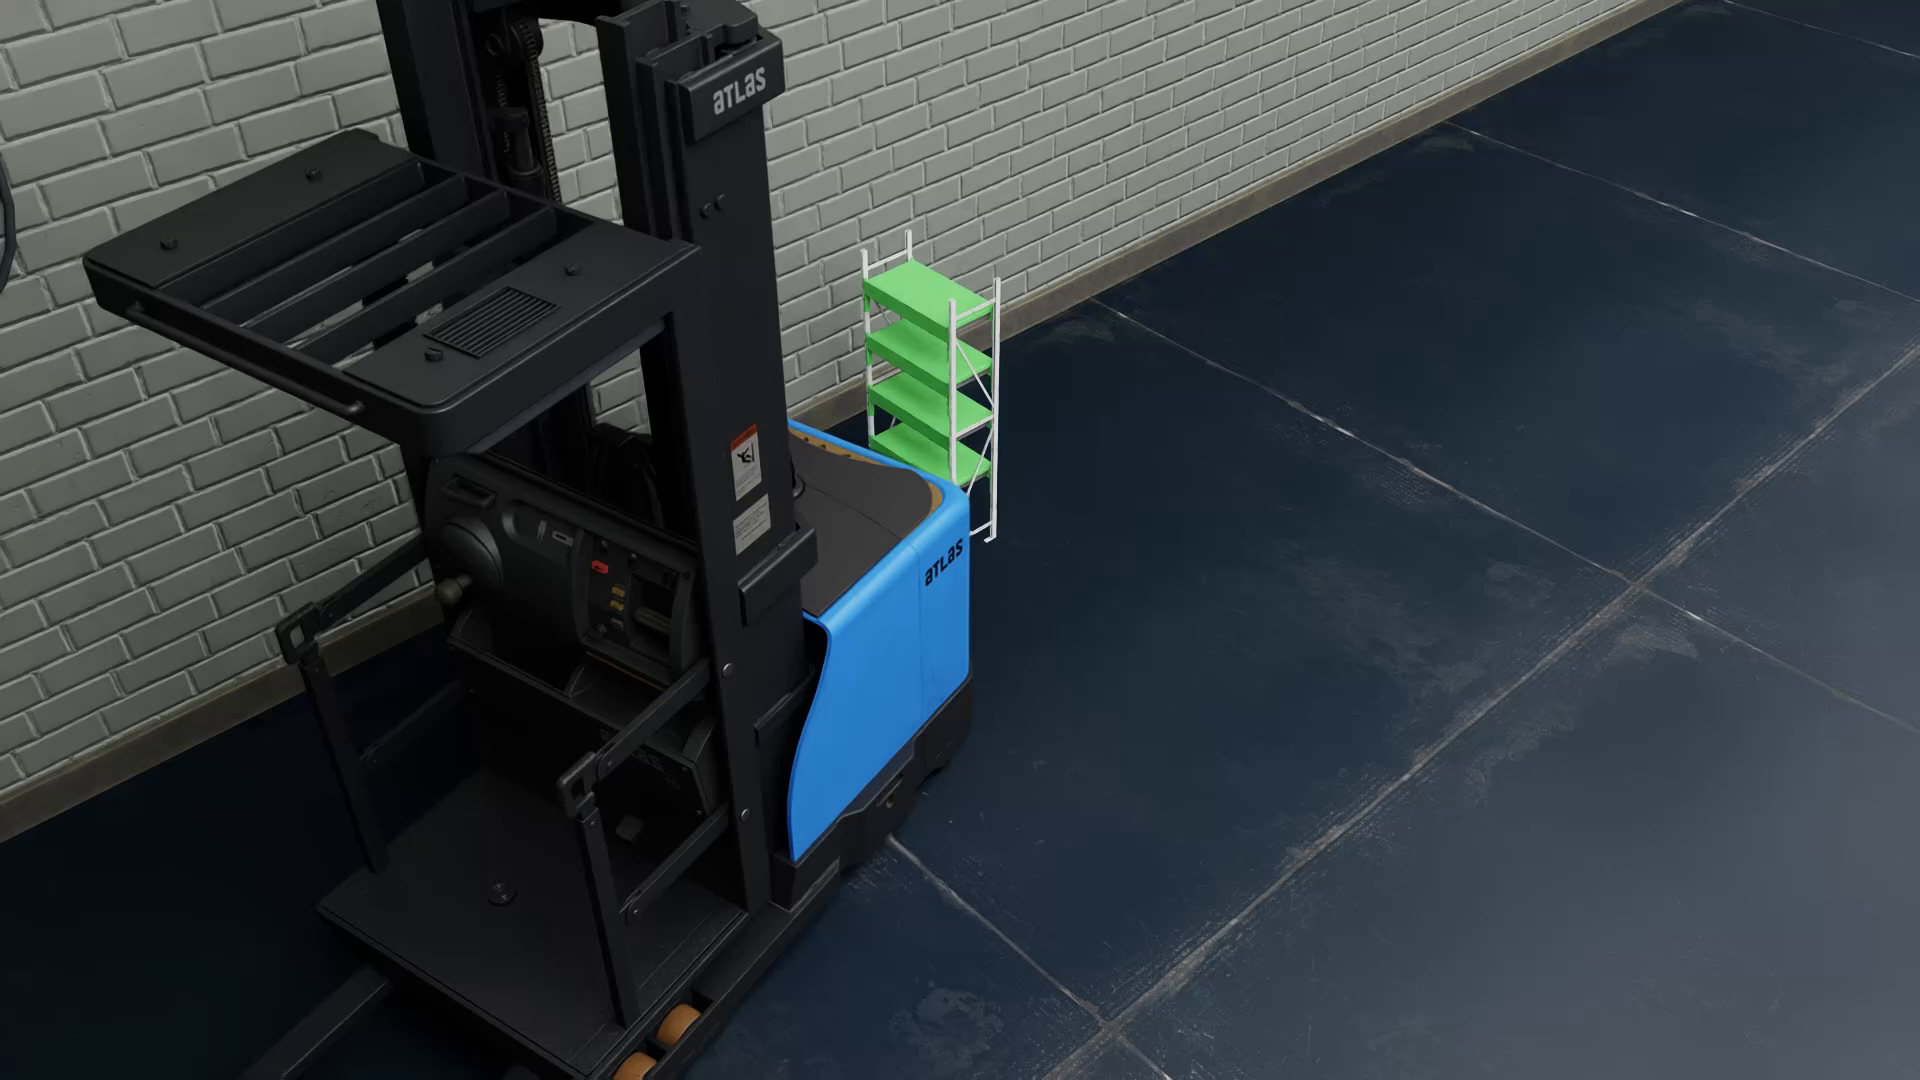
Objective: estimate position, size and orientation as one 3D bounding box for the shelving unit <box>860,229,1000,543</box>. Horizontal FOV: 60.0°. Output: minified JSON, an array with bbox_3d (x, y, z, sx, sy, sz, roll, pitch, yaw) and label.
[{"bbox_3d":[-0.112,-0.543,6.468,0.258,1.200,0.503,-30,48,-32],"label":"shelving unit"}]

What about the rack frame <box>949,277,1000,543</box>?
[{"bbox_3d":[0.053,-0.430,6.328,0.240,1.200,0.015,-30,48,-32],"label":"rack frame"}]

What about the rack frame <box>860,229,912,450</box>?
[{"bbox_3d":[-0.277,-0.656,6.608,0.240,1.200,0.015,-30,48,-32],"label":"rack frame"}]

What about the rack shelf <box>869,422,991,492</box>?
[{"bbox_3d":[-0.112,-0.307,6.659,0.258,0.148,0.480,-30,48,-32],"label":"rack shelf"}]

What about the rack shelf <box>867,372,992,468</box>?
[{"bbox_3d":[-0.112,-0.494,6.508,0.258,0.148,0.480,-30,48,-32],"label":"rack shelf"}]

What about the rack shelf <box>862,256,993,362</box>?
[{"bbox_3d":[-0.112,-0.867,6.206,0.258,0.148,0.480,-30,48,-32],"label":"rack shelf"}]

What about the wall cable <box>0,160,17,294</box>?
[{"bbox_3d":[-3.739,-0.951,3.237,3.097,2.526,0.112,-30,48,-32],"label":"wall cable"}]

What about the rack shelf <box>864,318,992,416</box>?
[{"bbox_3d":[-0.112,-0.680,6.357,0.258,0.148,0.480,-30,48,-32],"label":"rack shelf"}]

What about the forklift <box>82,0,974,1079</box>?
[{"bbox_3d":[-1.178,0.144,4.238,1.130,2.935,3.031,22,44,25],"label":"forklift"}]
